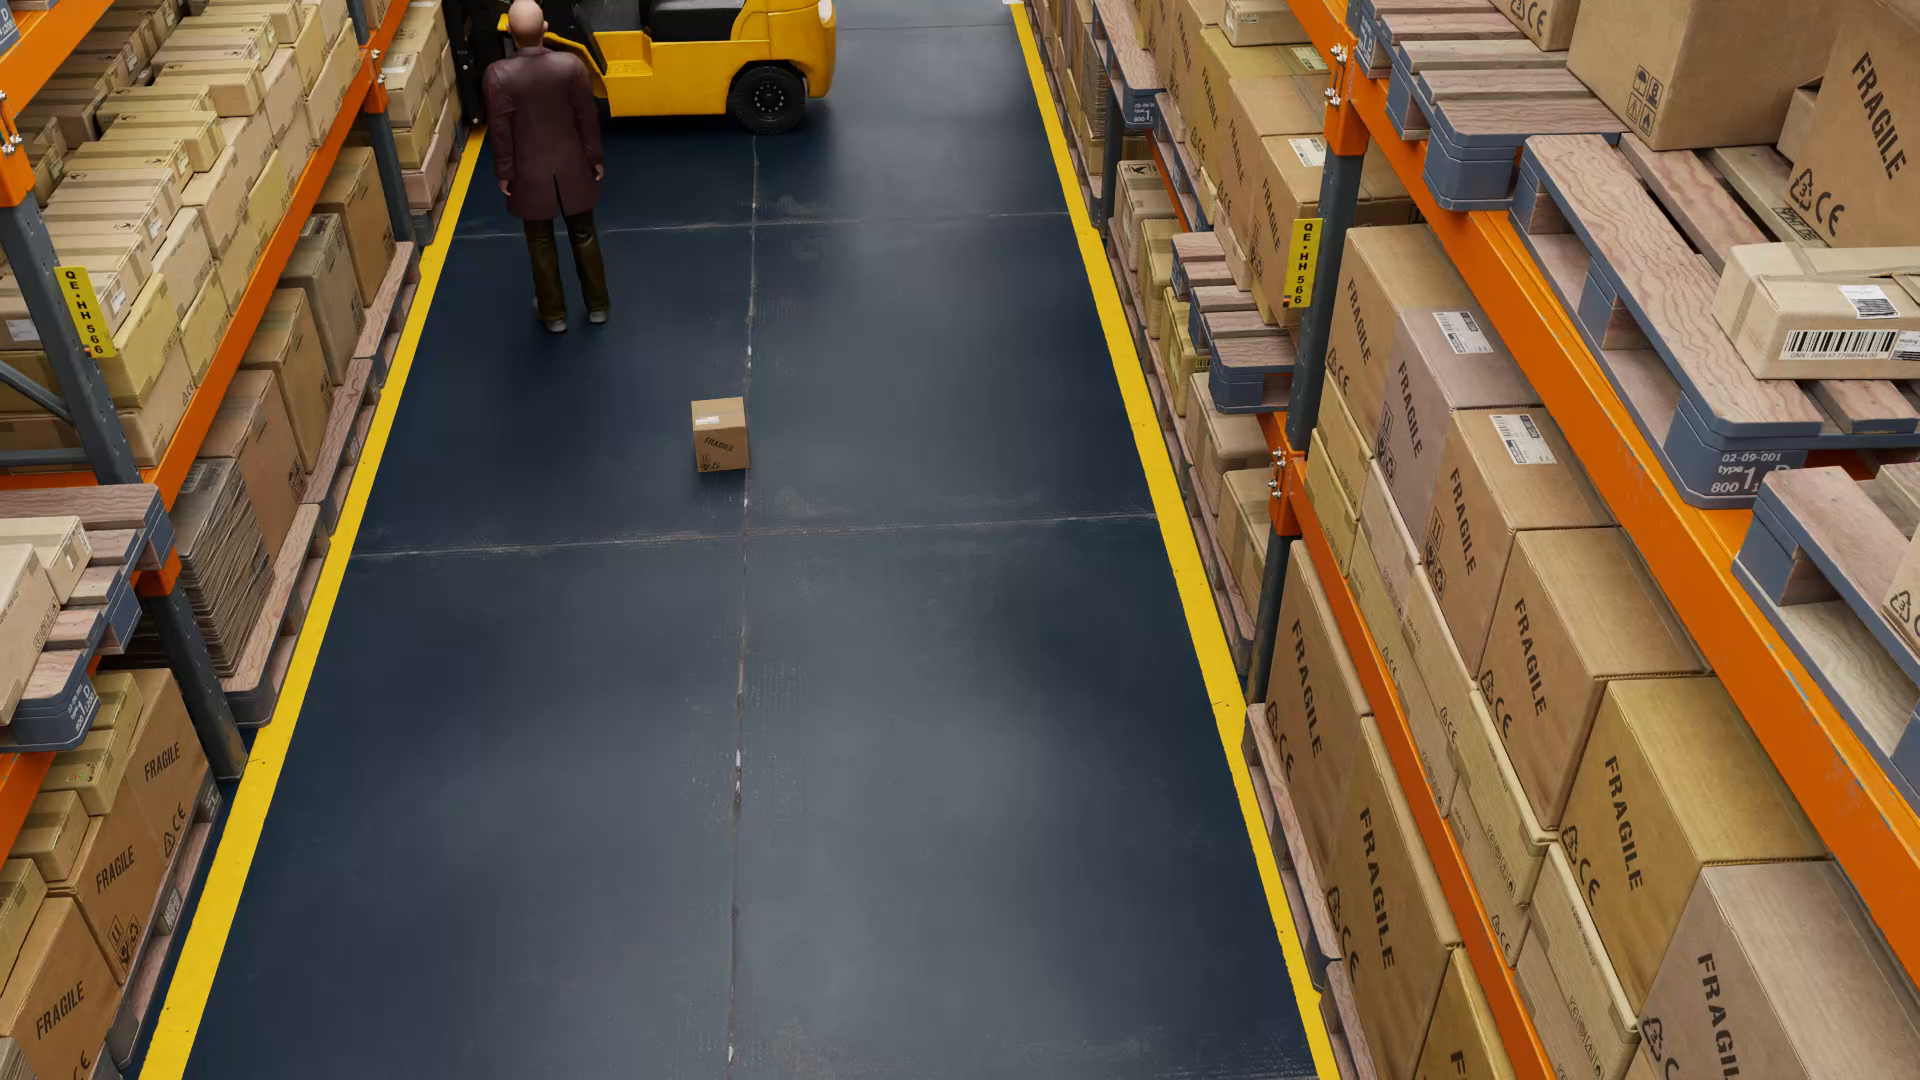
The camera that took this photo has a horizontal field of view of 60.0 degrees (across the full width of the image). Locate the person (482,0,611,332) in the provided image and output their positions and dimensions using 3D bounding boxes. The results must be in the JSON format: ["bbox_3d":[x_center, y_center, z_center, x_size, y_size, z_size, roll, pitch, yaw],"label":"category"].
[{"bbox_3d":[-2.124,-1.936,8.586,0.566,1.785,0.396,-14,41,-16],"label":"person"}]
